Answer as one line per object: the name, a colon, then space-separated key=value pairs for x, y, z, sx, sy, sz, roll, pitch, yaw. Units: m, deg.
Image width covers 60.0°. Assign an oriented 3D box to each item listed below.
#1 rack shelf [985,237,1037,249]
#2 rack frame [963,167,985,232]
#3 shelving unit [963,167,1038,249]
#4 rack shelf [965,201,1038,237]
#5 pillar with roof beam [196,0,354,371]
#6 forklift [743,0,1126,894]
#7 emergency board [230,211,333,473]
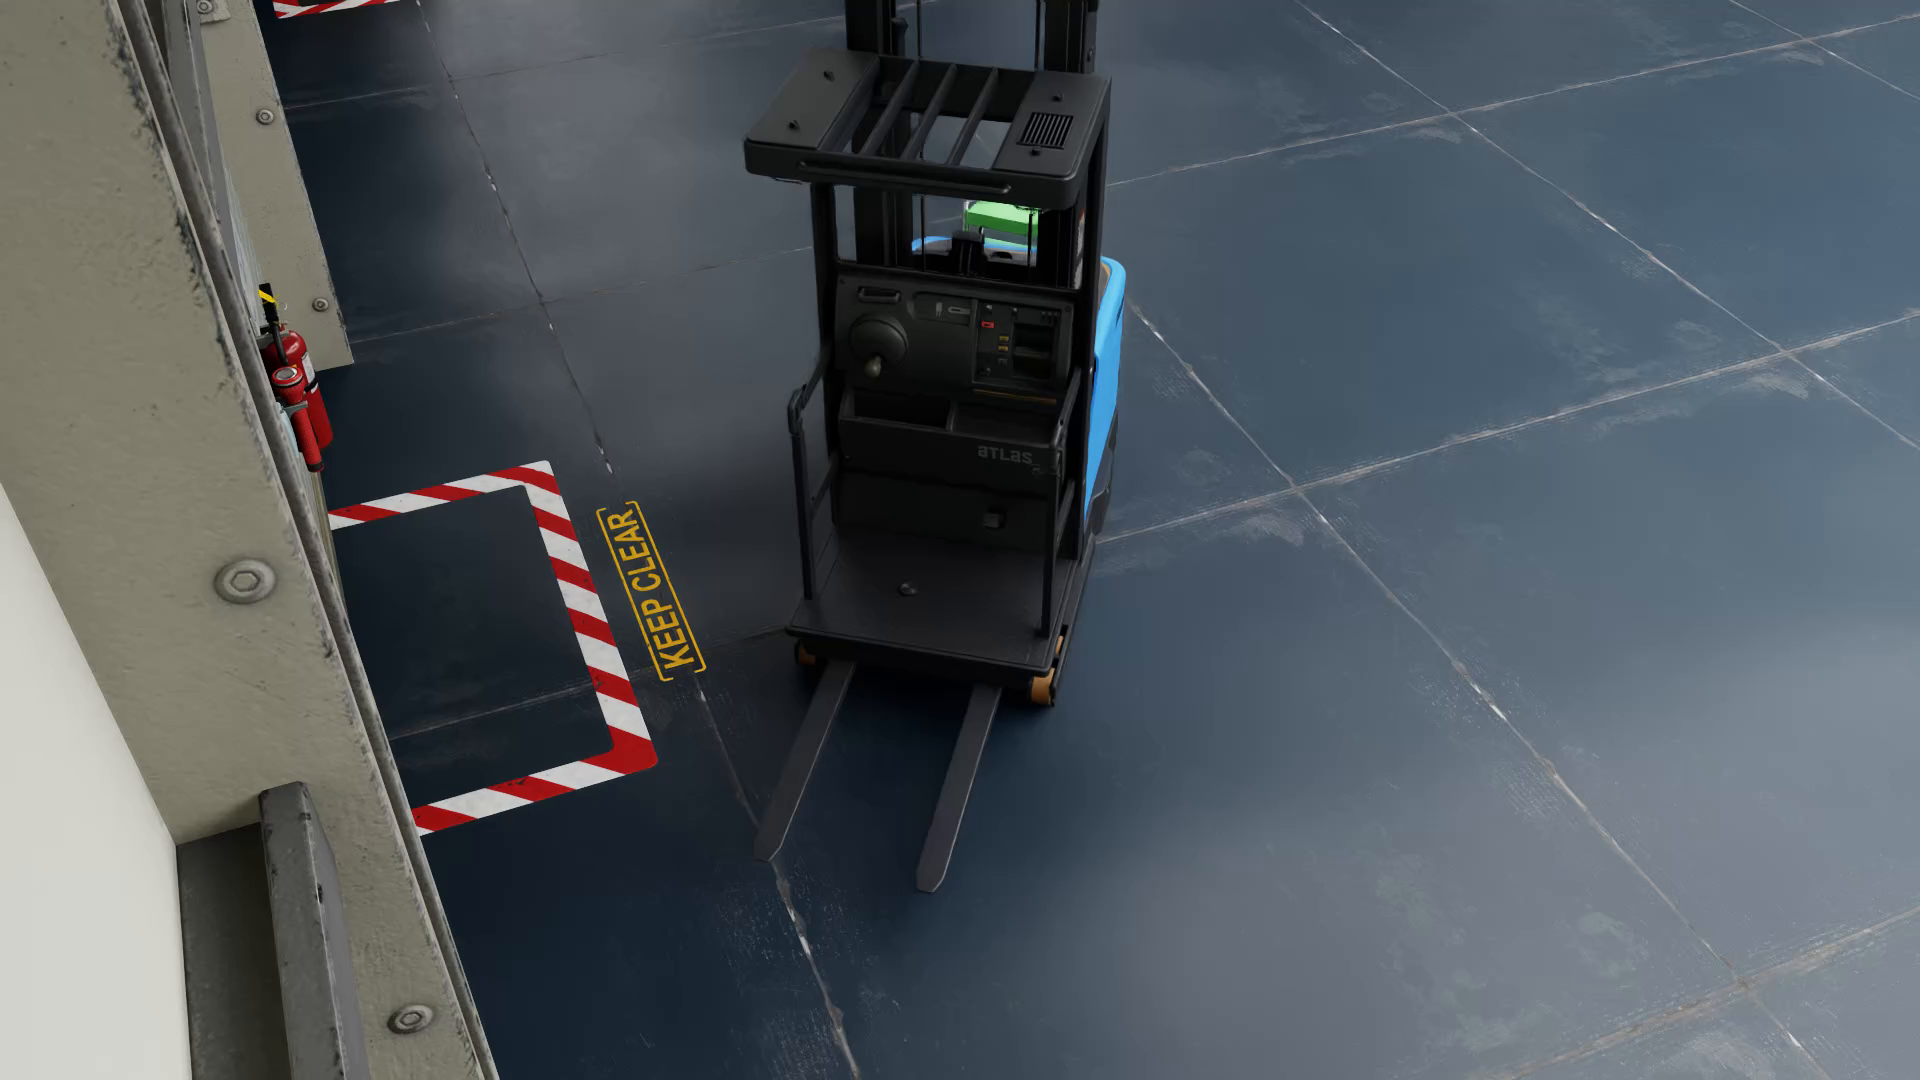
rack shelf: x=0.286 y=-1.306 z=7.983 sx=0.480 sy=0.148 sz=0.258 roll=14 pitch=38 yaw=16
rack frame: x=0.054 y=-1.222 z=8.155 sx=0.015 sy=1.200 sz=0.240 roll=14 pitch=38 yaw=16
shelving unit: x=0.281 y=-1.164 z=8.089 sx=0.503 sy=1.200 sz=0.258 roll=14 pitch=38 yaw=16
rack shelf: x=0.293 y=-1.498 z=7.840 sx=0.480 sy=0.148 sz=0.258 roll=14 pitch=38 yaw=16
pillar with roof beam: x=0.569 y=-5.498 z=7.160 sx=9.100 sy=9.000 sz=0.400 roll=-15 pitch=43 yaw=-17
forklift: x=-0.075 y=-0.705 z=6.241 sx=1.130 sy=2.935 sz=3.031 roll=9 pitch=41 yaw=10
emergency board: x=-2.498 y=-0.651 z=6.125 sx=0.194 sy=1.169 sz=0.643 roll=-15 pitch=43 yaw=-17
